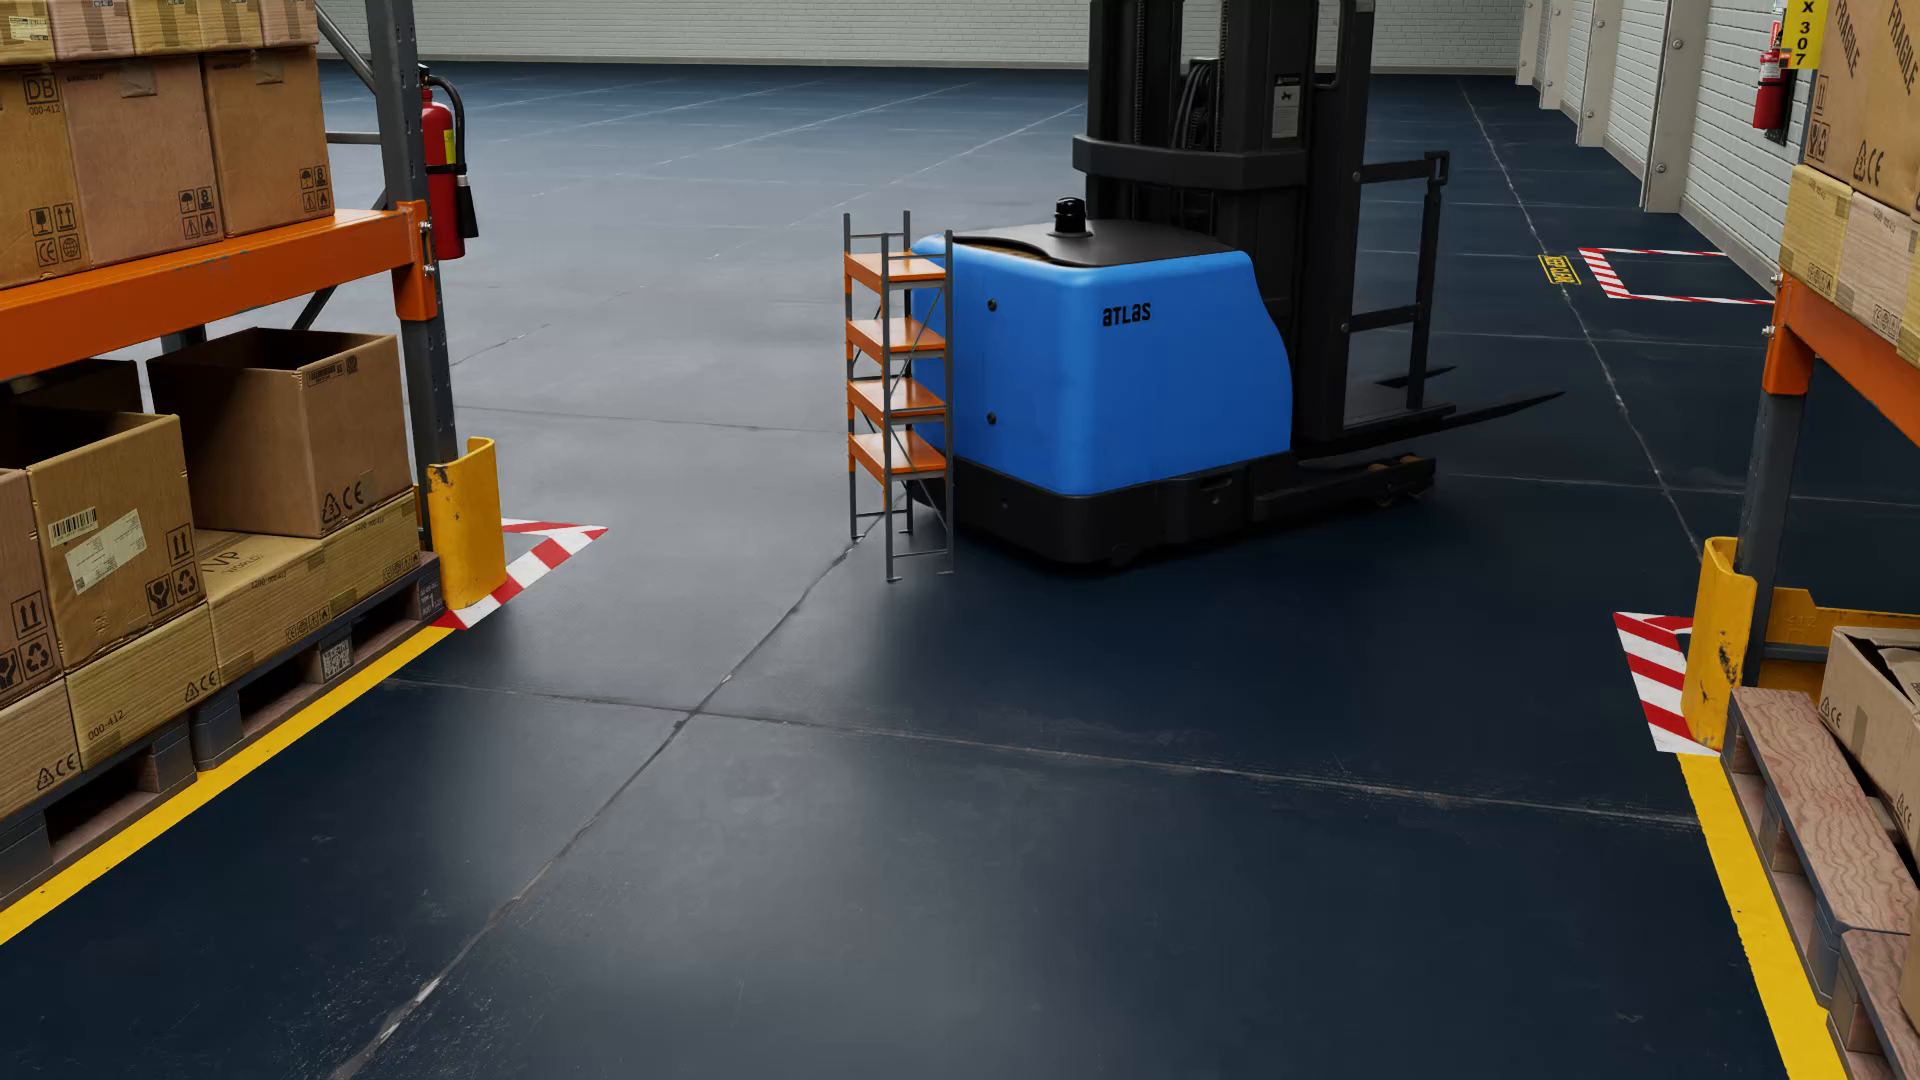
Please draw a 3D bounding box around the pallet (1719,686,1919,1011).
[{"bbox_3d":[2.381,0.711,3.779,1.003,0.211,1.213,5,19,13],"label":"pallet"}]

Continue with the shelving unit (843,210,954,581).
[{"bbox_3d":[-0.217,-0.514,5.836,0.258,1.200,0.503,-6,20,-17],"label":"shelving unit"}]

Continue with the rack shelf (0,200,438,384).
[{"bbox_3d":[-2.661,-0.307,3.558,1.077,0.370,4.000,5,19,13],"label":"rack shelf"}]

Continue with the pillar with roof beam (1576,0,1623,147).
[{"bbox_3d":[3.524,-9.417,19.836,9.100,9.000,0.400,5,19,13],"label":"pillar with roof beam"}]

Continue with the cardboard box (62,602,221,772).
[{"bbox_3d":[-2.247,0.334,4.172,0.500,0.250,0.500,5,19,13],"label":"cardboard box"}]

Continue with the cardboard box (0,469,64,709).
[{"bbox_3d":[-2.368,0.136,3.592,0.500,0.500,0.500,5,19,13],"label":"cardboard box"}]

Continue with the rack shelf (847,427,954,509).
[{"bbox_3d":[-0.217,-0.262,5.922,0.258,0.148,0.480,-6,20,-17],"label":"rack shelf"}]

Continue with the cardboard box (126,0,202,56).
[{"bbox_3d":[-2.205,-1.331,4.286,0.380,0.149,0.250,4,19,13],"label":"cardboard box"}]

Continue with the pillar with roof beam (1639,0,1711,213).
[{"bbox_3d":[2.058,-7.536,14.330,9.100,9.000,0.400,5,19,13],"label":"pillar with roof beam"}]

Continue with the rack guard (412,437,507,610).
[{"bbox_3d":[-2.166,-0.099,5.703,1.175,0.500,0.348,5,19,13],"label":"rack guard"}]

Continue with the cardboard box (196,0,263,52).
[{"bbox_3d":[-2.143,-1.411,4.521,0.380,0.149,0.250,5,20,15],"label":"cardboard box"}]

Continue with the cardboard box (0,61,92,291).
[{"bbox_3d":[-2.549,-0.856,3.898,0.700,0.500,0.500,5,19,14],"label":"cardboard box"}]

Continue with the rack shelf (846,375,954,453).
[{"bbox_3d":[-0.217,-0.450,5.858,0.258,0.148,0.480,-6,20,-17],"label":"rack shelf"}]

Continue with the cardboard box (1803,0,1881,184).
[{"bbox_3d":[2.225,-1.051,3.666,0.500,0.500,0.500,5,19,13],"label":"cardboard box"}]

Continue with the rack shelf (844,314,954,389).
[{"bbox_3d":[-0.217,-0.662,5.785,0.258,0.148,0.480,-6,20,-17],"label":"rack shelf"}]

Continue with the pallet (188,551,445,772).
[{"bbox_3d":[-2.318,0.288,5.016,1.003,0.211,1.213,5,19,13],"label":"pallet"}]

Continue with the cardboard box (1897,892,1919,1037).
[{"bbox_3d":[2.009,0.705,2.669,0.700,0.500,0.500,3,19,10],"label":"cardboard box"}]

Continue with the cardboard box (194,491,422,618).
[{"bbox_3d":[-2.016,0.020,5.093,0.500,0.250,0.500,5,19,13],"label":"cardboard box"}]

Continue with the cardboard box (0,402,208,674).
[{"bbox_3d":[-2.244,-0.020,4.050,0.500,0.500,0.500,5,19,13],"label":"cardboard box"}]

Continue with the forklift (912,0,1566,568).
[{"bbox_3d":[1.299,-1.647,6.475,3.031,2.935,1.130,-13,23,-34],"label":"forklift"}]

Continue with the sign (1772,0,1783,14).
[{"bbox_3d":[5.632,-3.681,11.447,0.001,0.109,0.331,5,19,13],"label":"sign"}]

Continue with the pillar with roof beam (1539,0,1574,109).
[{"bbox_3d":[4.990,-11.298,25.342,9.100,9.000,0.400,5,19,13],"label":"pillar with roof beam"}]

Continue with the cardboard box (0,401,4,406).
[{"bbox_3d":[-2.749,-0.061,4.171,0.500,0.500,0.500,5,19,13],"label":"cardboard box"}]

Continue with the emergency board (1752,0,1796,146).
[{"bbox_3d":[5.407,-3.248,11.057,0.194,1.169,0.643,5,19,13],"label":"emergency board"}]

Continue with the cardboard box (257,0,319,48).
[{"bbox_3d":[-2.080,-1.494,4.761,0.380,0.149,0.250,4,19,12],"label":"cardboard box"}]

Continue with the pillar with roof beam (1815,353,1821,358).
[{"bbox_3d":[0.592,-5.656,8.824,9.100,9.000,0.400,5,19,13],"label":"pillar with roof beam"}]

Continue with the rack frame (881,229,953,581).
[{"bbox_3d":[-0.140,-0.439,5.617,0.240,1.200,0.015,-6,20,-17],"label":"rack frame"}]

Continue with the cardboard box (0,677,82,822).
[{"bbox_3d":[-2.371,0.491,3.714,0.500,0.250,0.500,5,19,13],"label":"cardboard box"}]

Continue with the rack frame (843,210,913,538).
[{"bbox_3d":[-0.293,-0.589,6.055,0.240,1.200,0.015,-6,20,-17],"label":"rack frame"}]

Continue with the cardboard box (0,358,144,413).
[{"bbox_3d":[-2.639,-0.219,4.632,0.500,0.500,0.500,5,19,13],"label":"cardboard box"}]

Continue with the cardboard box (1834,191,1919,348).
[{"bbox_3d":[2.092,-0.531,3.302,0.500,0.250,0.500,4,19,12],"label":"cardboard box"}]

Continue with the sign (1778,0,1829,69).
[{"bbox_3d":[2.106,-1.336,4.120,0.100,0.325,0.005,5,19,13],"label":"sign"}]

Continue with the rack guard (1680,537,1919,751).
[{"bbox_3d":[2.614,0.323,4.469,1.175,0.500,0.348,5,19,13],"label":"rack guard"}]

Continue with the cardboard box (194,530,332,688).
[{"bbox_3d":[-2.127,0.177,4.632,0.500,0.250,0.500,5,19,13],"label":"cardboard box"}]

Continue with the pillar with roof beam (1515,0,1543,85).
[{"bbox_3d":[6.456,-13.178,30.848,9.100,9.000,0.400,5,19,13],"label":"pillar with roof beam"}]

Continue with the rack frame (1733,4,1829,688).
[{"bbox_3d":[2.633,-0.884,4.135,1.000,3.000,0.127,5,19,13],"label":"rack frame"}]

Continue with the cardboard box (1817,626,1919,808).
[{"bbox_3d":[2.376,0.390,3.884,0.500,0.311,0.500,2,19,7],"label":"cardboard box"}]

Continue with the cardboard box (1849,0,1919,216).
[{"bbox_3d":[2.094,-0.897,3.215,0.500,0.500,0.500,5,19,14],"label":"cardboard box"}]

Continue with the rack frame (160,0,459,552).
[{"bbox_3d":[-2.172,-1.274,5.277,1.000,3.000,0.127,5,19,13],"label":"rack frame"}]

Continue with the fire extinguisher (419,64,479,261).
[{"bbox_3d":[-1.693,-1.238,5.291,0.296,0.674,0.183,5,19,13],"label":"fire extinguisher"}]

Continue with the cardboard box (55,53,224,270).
[{"bbox_3d":[-2.422,-1.011,4.352,0.700,0.500,0.500,5,20,15],"label":"cardboard box"}]

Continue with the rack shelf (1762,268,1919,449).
[{"bbox_3d":[2.144,0.083,2.416,1.077,0.370,4.000,5,19,13],"label":"rack shelf"}]

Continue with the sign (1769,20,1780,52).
[{"bbox_3d":[5.642,-3.430,11.535,0.001,0.329,0.234,5,19,13],"label":"sign"}]

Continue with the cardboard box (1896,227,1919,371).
[{"bbox_3d":[1.962,-0.372,2.836,0.500,0.250,0.500,4,19,13],"label":"cardboard box"}]

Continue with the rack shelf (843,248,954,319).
[{"bbox_3d":[-0.217,-0.886,5.709,0.258,0.148,0.480,-6,20,-17],"label":"rack shelf"}]

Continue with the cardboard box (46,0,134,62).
[{"bbox_3d":[-2.269,-1.253,4.056,0.380,0.149,0.250,5,19,14],"label":"cardboard box"}]

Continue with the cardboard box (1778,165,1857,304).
[{"bbox_3d":[2.206,-0.695,3.782,0.500,0.250,0.500,4,19,12],"label":"cardboard box"}]

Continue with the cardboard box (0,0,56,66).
[{"bbox_3d":[-2.333,-1.170,3.815,0.380,0.149,0.250,5,20,15],"label":"cardboard box"}]

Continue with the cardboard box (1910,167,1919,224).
[{"bbox_3d":[1.962,-0.736,2.742,0.500,0.500,0.500,4,19,12],"label":"cardboard box"}]

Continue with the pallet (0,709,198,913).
[{"bbox_3d":[-2.618,0.670,3.900,1.003,0.211,1.213,5,19,13],"label":"pallet"}]

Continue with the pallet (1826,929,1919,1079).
[{"bbox_3d":[2.081,1.092,2.663,1.003,0.211,1.213,5,19,13],"label":"pallet"}]

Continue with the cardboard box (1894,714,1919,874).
[{"bbox_3d":[2.237,0.569,3.361,0.500,0.311,0.500,6,20,18],"label":"cardboard box"}]

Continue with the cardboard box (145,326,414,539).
[{"bbox_3d":[-2.014,-0.335,4.971,0.500,0.500,0.500,5,19,13],"label":"cardboard box"}]

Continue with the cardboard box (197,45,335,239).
[{"bbox_3d":[-2.298,-1.176,4.835,0.700,0.500,0.500,5,19,13],"label":"cardboard box"}]
